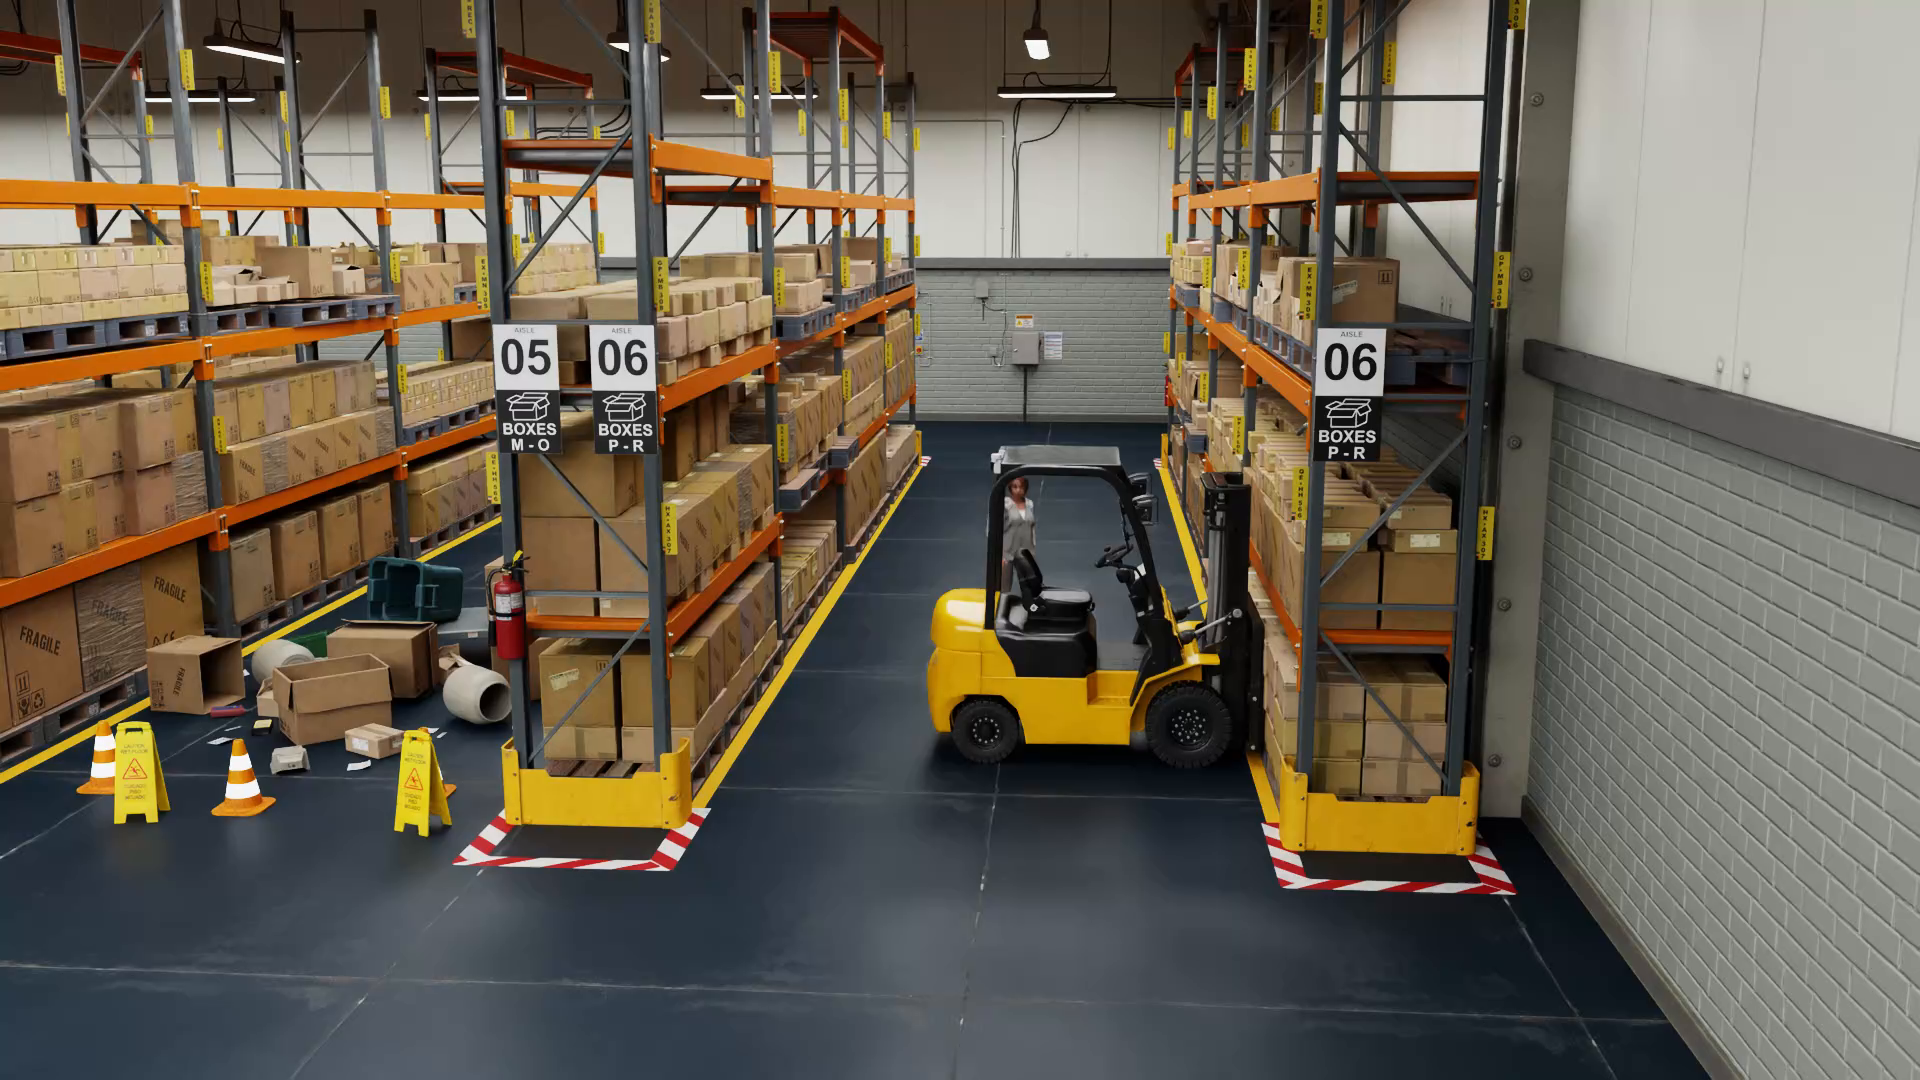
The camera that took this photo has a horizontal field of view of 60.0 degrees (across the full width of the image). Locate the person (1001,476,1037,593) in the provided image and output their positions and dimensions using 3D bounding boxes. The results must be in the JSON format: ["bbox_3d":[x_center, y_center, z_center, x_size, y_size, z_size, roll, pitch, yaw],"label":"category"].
[{"bbox_3d":[0.535,0.156,15.236,0.453,1.540,0.943,-4,12,-21],"label":"person"}]
